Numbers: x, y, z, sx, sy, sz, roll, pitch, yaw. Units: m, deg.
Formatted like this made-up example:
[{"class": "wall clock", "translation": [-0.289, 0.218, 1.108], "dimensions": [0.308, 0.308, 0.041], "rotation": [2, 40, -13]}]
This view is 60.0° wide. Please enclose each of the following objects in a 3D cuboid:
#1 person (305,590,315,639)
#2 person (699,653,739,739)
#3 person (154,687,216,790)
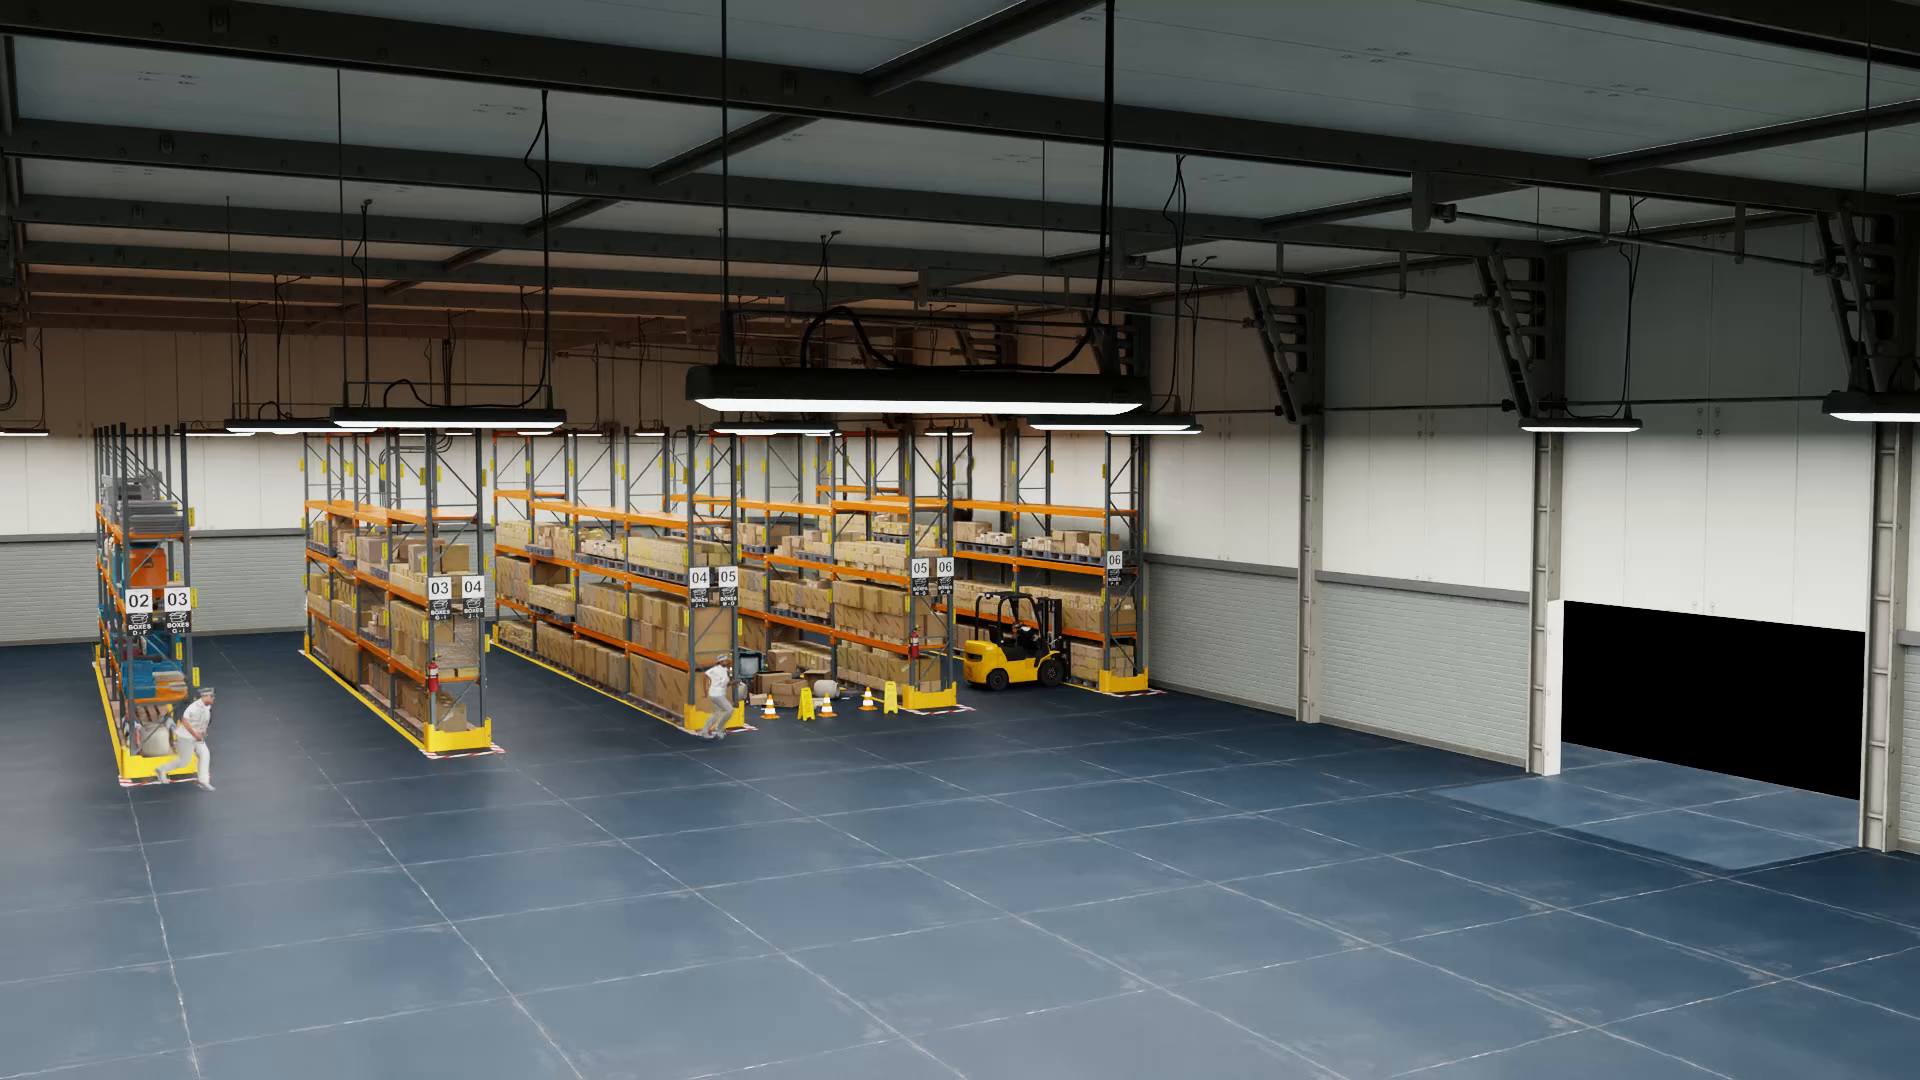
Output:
[{"class": "person", "translation": [-18.001, 2.104, 46.286], "dimensions": [0.515, 1.635, 0.618], "rotation": [0, 3, 4]}, {"class": "person", "translation": [-4.576, 2.963, 31.560], "dimensions": [0.770, 1.653, 0.607], "rotation": [1, 3, 9]}, {"class": "person", "translation": [-12.654, 3.263, 27.173], "dimensions": [0.990, 1.721, 0.685], "rotation": [0, 3, -6]}]
